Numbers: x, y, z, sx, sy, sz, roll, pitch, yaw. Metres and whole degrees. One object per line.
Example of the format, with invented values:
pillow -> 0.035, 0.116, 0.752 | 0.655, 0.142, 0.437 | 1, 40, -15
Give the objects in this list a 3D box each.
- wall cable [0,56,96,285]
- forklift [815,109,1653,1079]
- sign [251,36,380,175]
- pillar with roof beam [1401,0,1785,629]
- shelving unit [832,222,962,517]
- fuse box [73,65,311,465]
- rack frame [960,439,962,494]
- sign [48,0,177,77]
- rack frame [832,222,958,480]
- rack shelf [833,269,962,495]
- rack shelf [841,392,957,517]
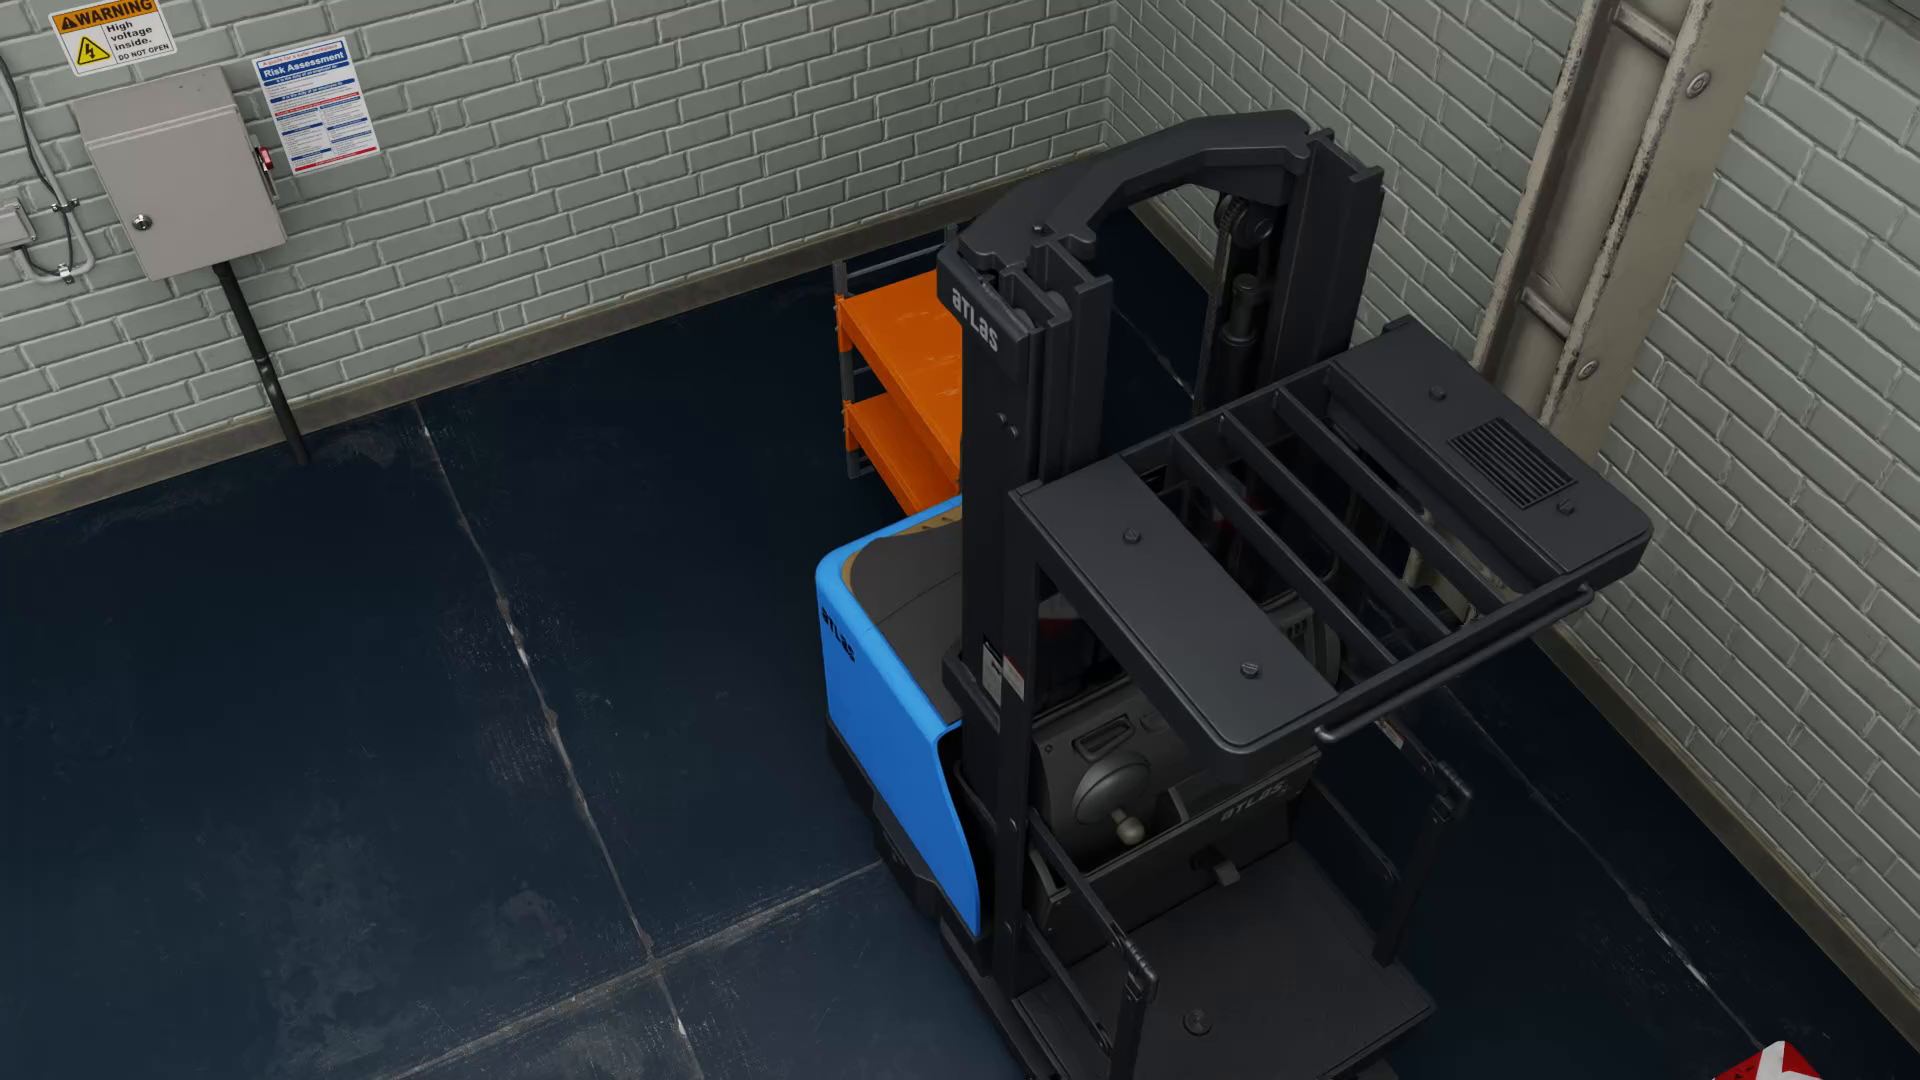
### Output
wall cable -> -3.378, -1.516, 5.300 | 0.588, 1.984, 0.122 | -21, 52, -18
forklift -> 0.720, 0.566, 4.201 | 1.130, 2.935, 3.031 | -24, 53, -20
sign -> -2.355, -1.588, 6.102 | 0.329, 0.494, 0.001 | -21, 52, -18
pillar with roof beam -> -1.882, -1.238, 1.747 | 9.100, 9.000, 0.400 | -21, 52, -18
shelving unit -> -0.003, -0.375, 6.223 | 0.538, 1.125, 1.048 | -21, 52, -18
fuse box -> -2.700, -0.887, 6.281 | 0.539, 1.711, 0.414 | -21, 52, -18
rack frame -> 0.230, -0.035, 5.926 | 0.500, 1.125, 0.032 | -21, 52, -18
sign -> -2.844, -1.702, 5.590 | 0.339, 0.242, 0.001 | -21, 52, -18
rack frame -> -0.236, -0.715, 6.521 | 0.500, 1.125, 0.032 | -21, 52, -18
rack shelf -> -0.003, -0.568, 6.003 | 0.538, 0.278, 1.000 | -21, 52, -18
rack shelf -> -0.003, -0.214, 6.407 | 0.538, 0.278, 1.000 | -21, 52, -18
